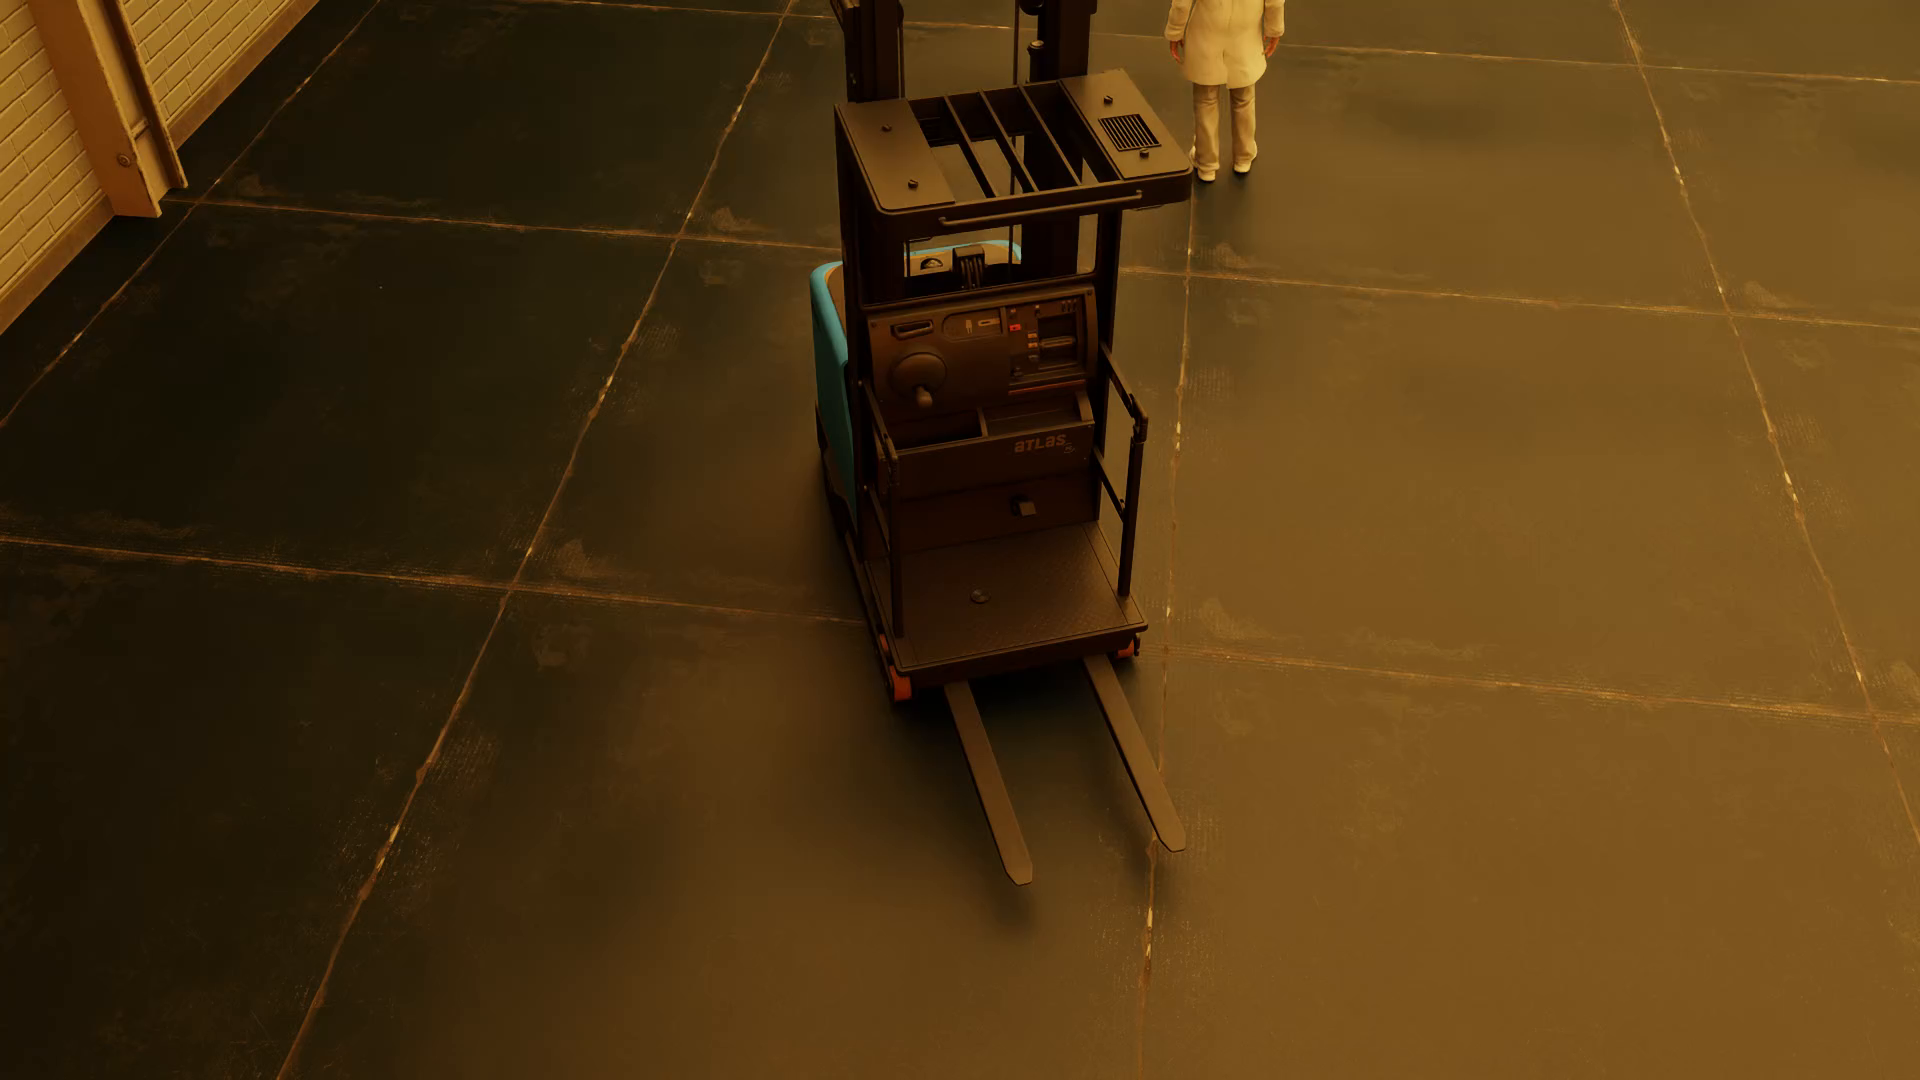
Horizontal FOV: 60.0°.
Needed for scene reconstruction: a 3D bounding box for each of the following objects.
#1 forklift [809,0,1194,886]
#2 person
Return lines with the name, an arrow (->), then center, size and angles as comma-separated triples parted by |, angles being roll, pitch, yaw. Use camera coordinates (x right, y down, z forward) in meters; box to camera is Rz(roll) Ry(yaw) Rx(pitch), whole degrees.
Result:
forklift -> 0.153, -0.681, 6.465 | 1.130, 2.935, 3.031 | -10, 44, -11
person -> 1.551, -2.990, 9.821 | 0.695, 1.776, 0.582 | 2, 43, 3
